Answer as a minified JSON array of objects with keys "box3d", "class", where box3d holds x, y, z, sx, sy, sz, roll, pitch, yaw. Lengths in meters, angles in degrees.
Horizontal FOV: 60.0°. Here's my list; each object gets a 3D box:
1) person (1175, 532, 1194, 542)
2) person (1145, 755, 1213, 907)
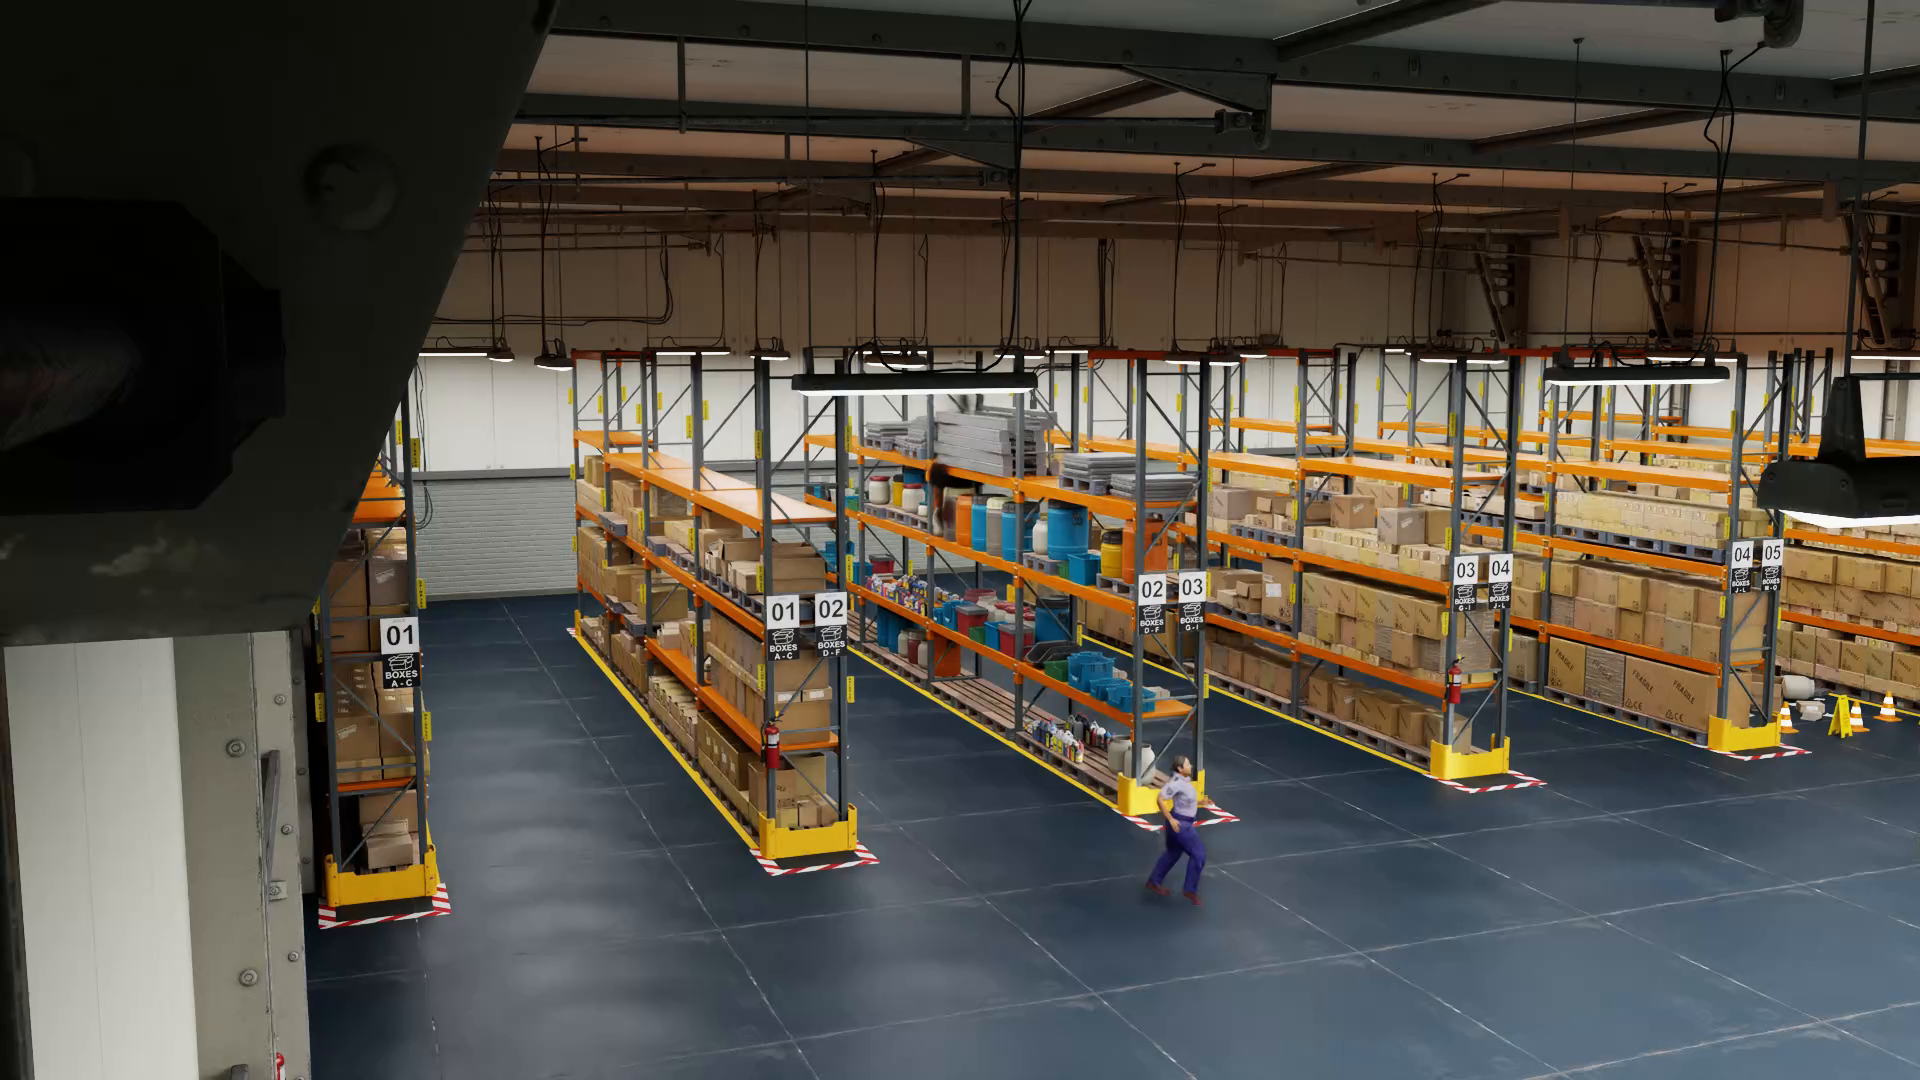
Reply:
[{"box3d":[5.556,0.328,41.443,0.936,1.709,0.708,-3,8,-23],"class":"person"},{"box3d":[2.453,3.230,18.528,0.713,1.708,0.580,1,7,7],"class":"person"}]
